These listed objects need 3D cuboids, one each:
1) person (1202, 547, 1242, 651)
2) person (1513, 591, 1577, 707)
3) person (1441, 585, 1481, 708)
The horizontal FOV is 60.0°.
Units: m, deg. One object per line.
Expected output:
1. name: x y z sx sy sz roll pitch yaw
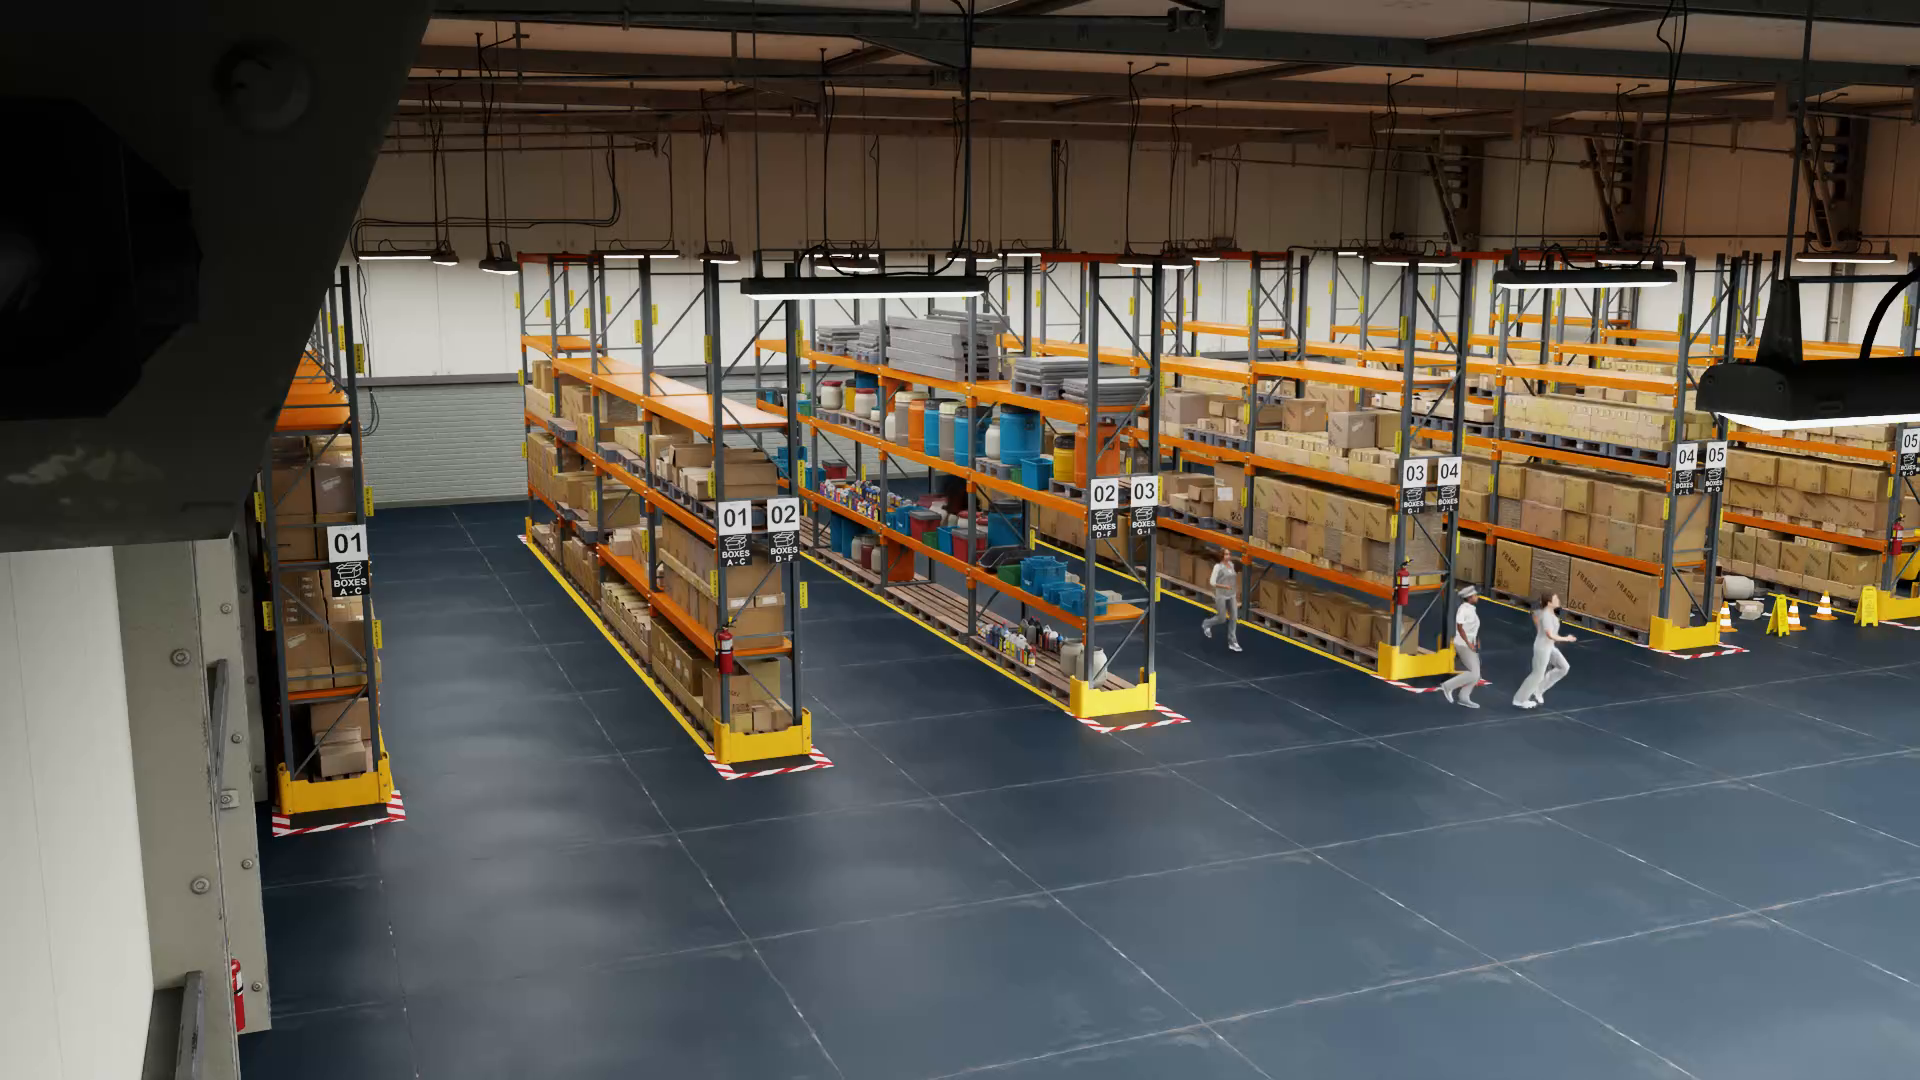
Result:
1. person: 4.087 0.888 25.686 0.541 1.565 0.843 -6 12 -31
2. person: 7.900 1.465 22.409 0.765 1.615 0.580 5 11 24
3. person: 6.853 1.429 22.713 0.523 1.657 0.633 2 11 13
